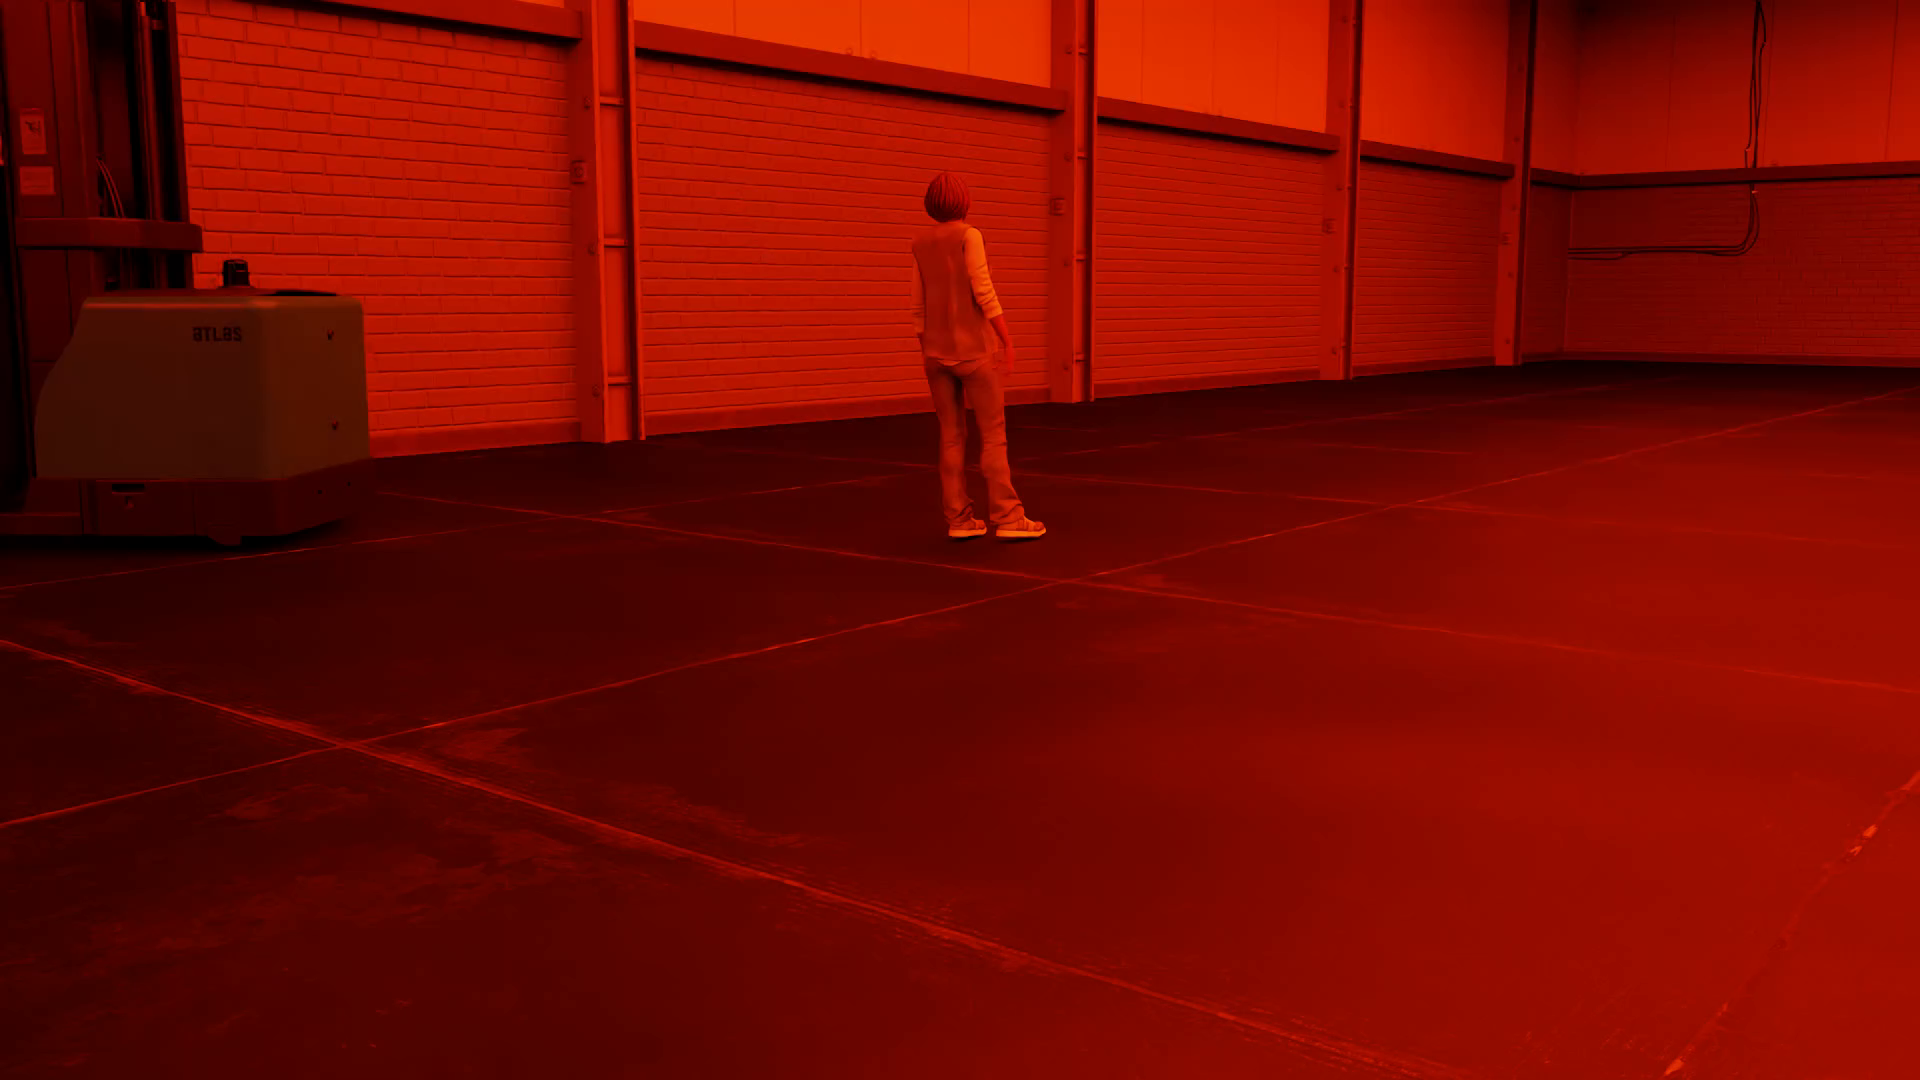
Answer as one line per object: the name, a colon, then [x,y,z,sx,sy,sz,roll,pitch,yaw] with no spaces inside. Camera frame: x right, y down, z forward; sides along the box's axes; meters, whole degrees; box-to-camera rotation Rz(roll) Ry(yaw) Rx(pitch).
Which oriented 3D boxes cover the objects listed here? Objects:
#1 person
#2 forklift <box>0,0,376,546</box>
person: [0.058,-0.804,7.337,0.521,1.599,0.473,7,11,38]
forklift: [-4.333,-1.483,7.419,3.031,2.935,1.130,1,8,4]
